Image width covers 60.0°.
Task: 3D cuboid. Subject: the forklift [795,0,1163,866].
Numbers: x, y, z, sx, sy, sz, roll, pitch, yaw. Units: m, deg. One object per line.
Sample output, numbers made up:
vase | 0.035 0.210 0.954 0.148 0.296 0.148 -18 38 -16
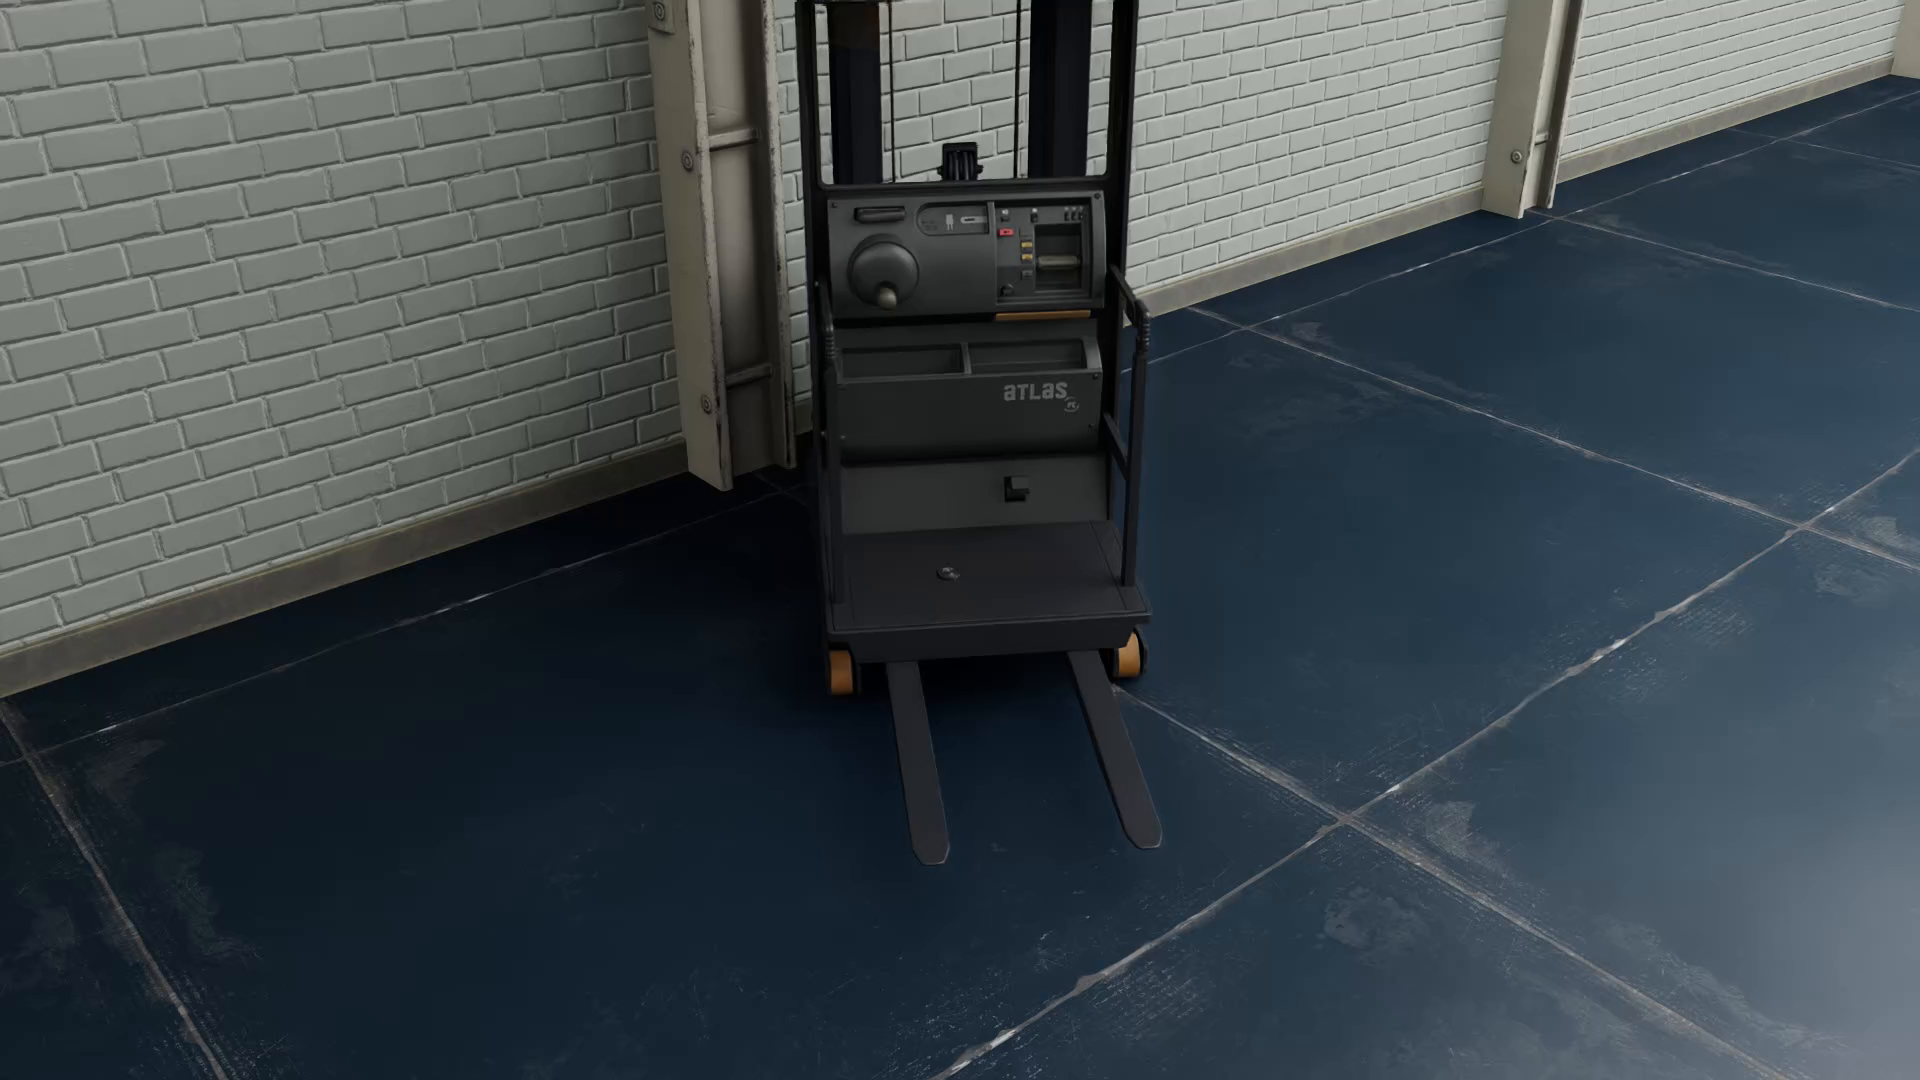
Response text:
forklift | 0.053 -0.925 5.371 1.130 2.935 3.031 -3 28 -6

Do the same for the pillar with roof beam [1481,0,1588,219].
pillar with roof beam | 6.393 -4.584 5.779 0.400 9.000 9.100 -22 35 -35

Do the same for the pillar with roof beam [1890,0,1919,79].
pillar with roof beam | 10.957 -6.419 9.214 0.400 9.000 9.100 -22 35 -35

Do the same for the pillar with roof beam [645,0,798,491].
pillar with roof beam | 1.828 -2.748 2.345 0.400 9.000 9.100 -22 35 -35
